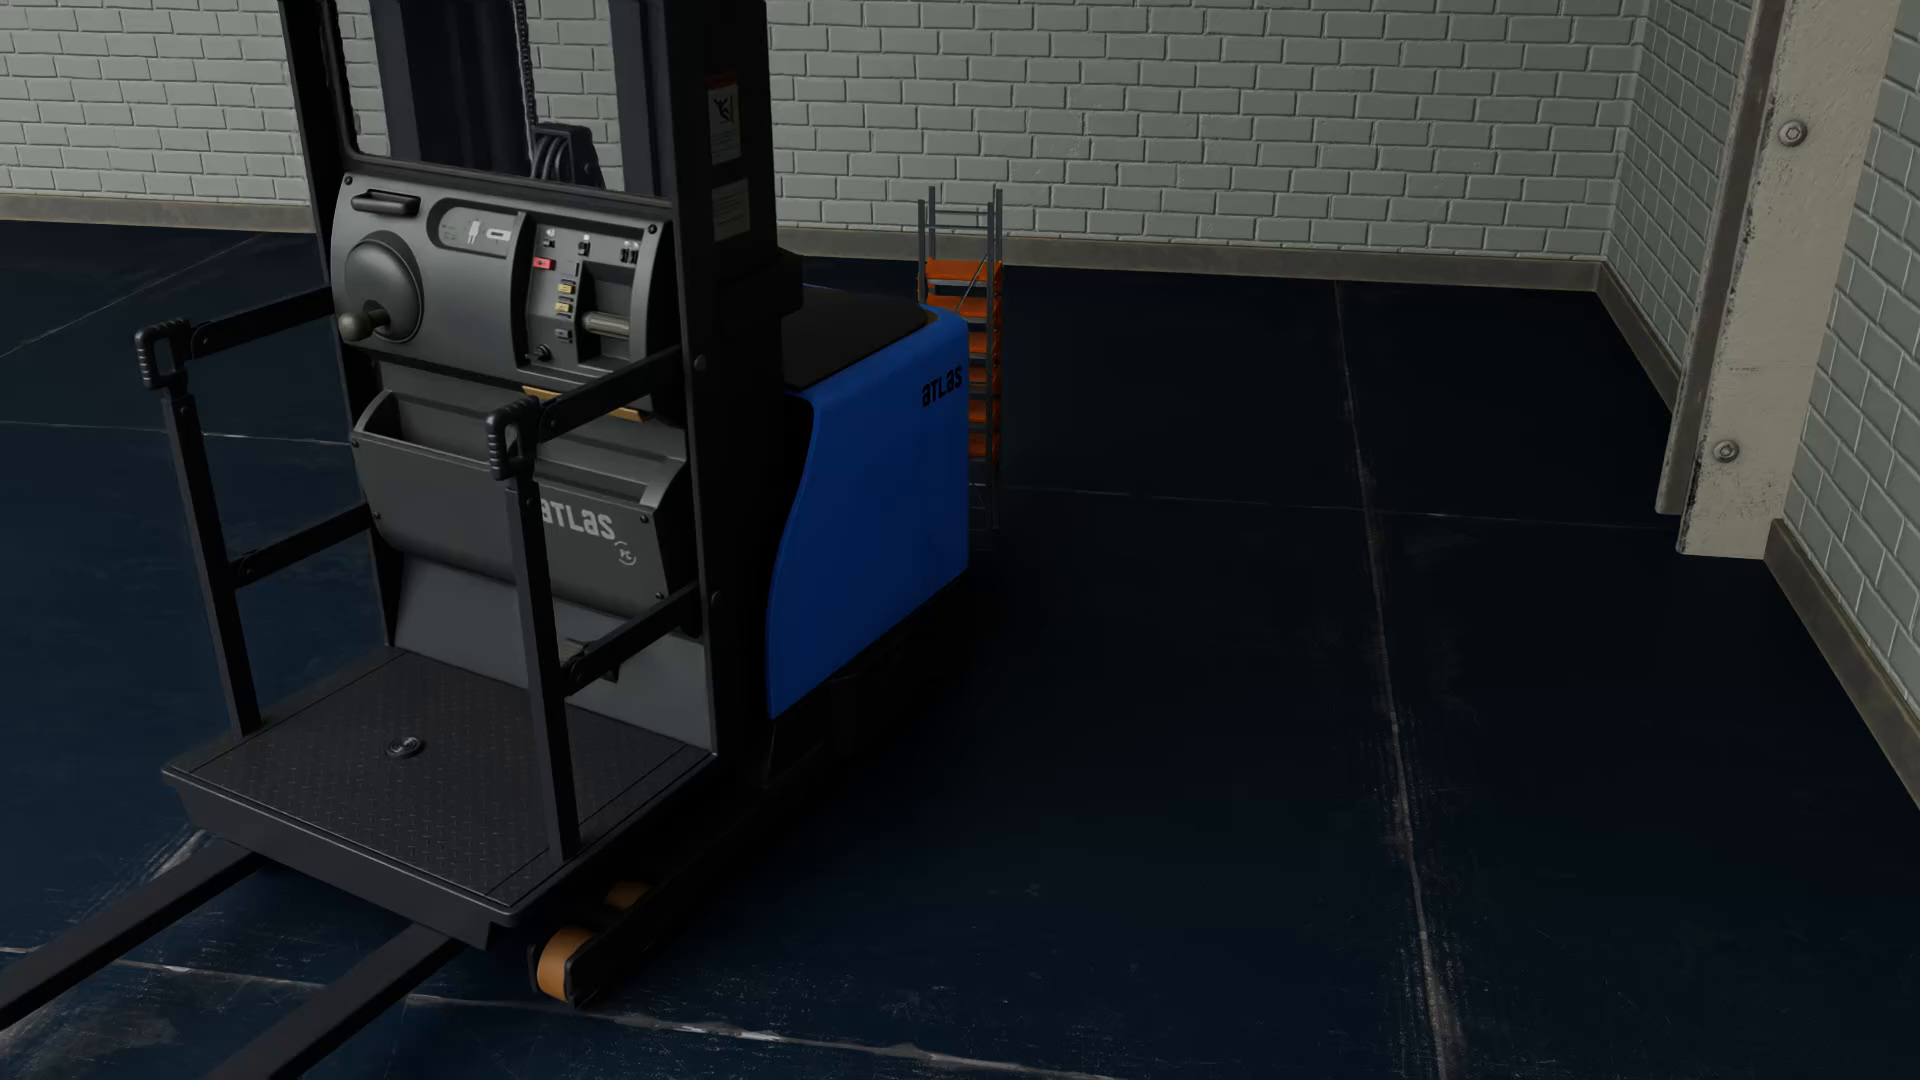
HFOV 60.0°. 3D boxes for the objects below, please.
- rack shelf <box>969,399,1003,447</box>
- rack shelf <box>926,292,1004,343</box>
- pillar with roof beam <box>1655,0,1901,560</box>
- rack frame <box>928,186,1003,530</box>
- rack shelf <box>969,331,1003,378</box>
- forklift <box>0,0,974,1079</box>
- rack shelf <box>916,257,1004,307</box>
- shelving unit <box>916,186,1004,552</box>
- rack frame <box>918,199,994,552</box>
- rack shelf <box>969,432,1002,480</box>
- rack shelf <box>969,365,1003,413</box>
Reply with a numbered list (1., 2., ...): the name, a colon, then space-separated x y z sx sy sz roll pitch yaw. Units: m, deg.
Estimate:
1. rack shelf: 0.002 -0.401 5.578 0.258 0.103 0.180 4 25 9
2. rack shelf: 0.002 -0.727 5.426 0.258 0.103 0.180 4 25 9
3. pillar with roof beam: -1.620 -4.399 4.534 9.100 9.000 0.400 4 25 9
4. rack frame: 0.017 -0.588 5.590 0.240 1.200 0.006 4 25 9
5. rack shelf: 0.002 -0.618 5.477 0.258 0.103 0.180 4 25 9
6. forklift: -1.127 -0.544 3.455 1.130 2.935 3.031 14 28 27
7. rack shelf: 0.002 -0.835 5.375 0.258 0.103 0.180 4 25 9
8. shelving unit: 0.002 -0.549 5.509 0.258 1.200 0.189 4 25 9
9. rack frame: -0.013 -0.511 5.427 0.240 1.200 0.006 4 25 9
10. rack shelf: 0.002 -0.292 5.629 0.258 0.103 0.180 4 25 9
11. rack shelf: 0.002 -0.509 5.527 0.258 0.103 0.180 4 25 9
